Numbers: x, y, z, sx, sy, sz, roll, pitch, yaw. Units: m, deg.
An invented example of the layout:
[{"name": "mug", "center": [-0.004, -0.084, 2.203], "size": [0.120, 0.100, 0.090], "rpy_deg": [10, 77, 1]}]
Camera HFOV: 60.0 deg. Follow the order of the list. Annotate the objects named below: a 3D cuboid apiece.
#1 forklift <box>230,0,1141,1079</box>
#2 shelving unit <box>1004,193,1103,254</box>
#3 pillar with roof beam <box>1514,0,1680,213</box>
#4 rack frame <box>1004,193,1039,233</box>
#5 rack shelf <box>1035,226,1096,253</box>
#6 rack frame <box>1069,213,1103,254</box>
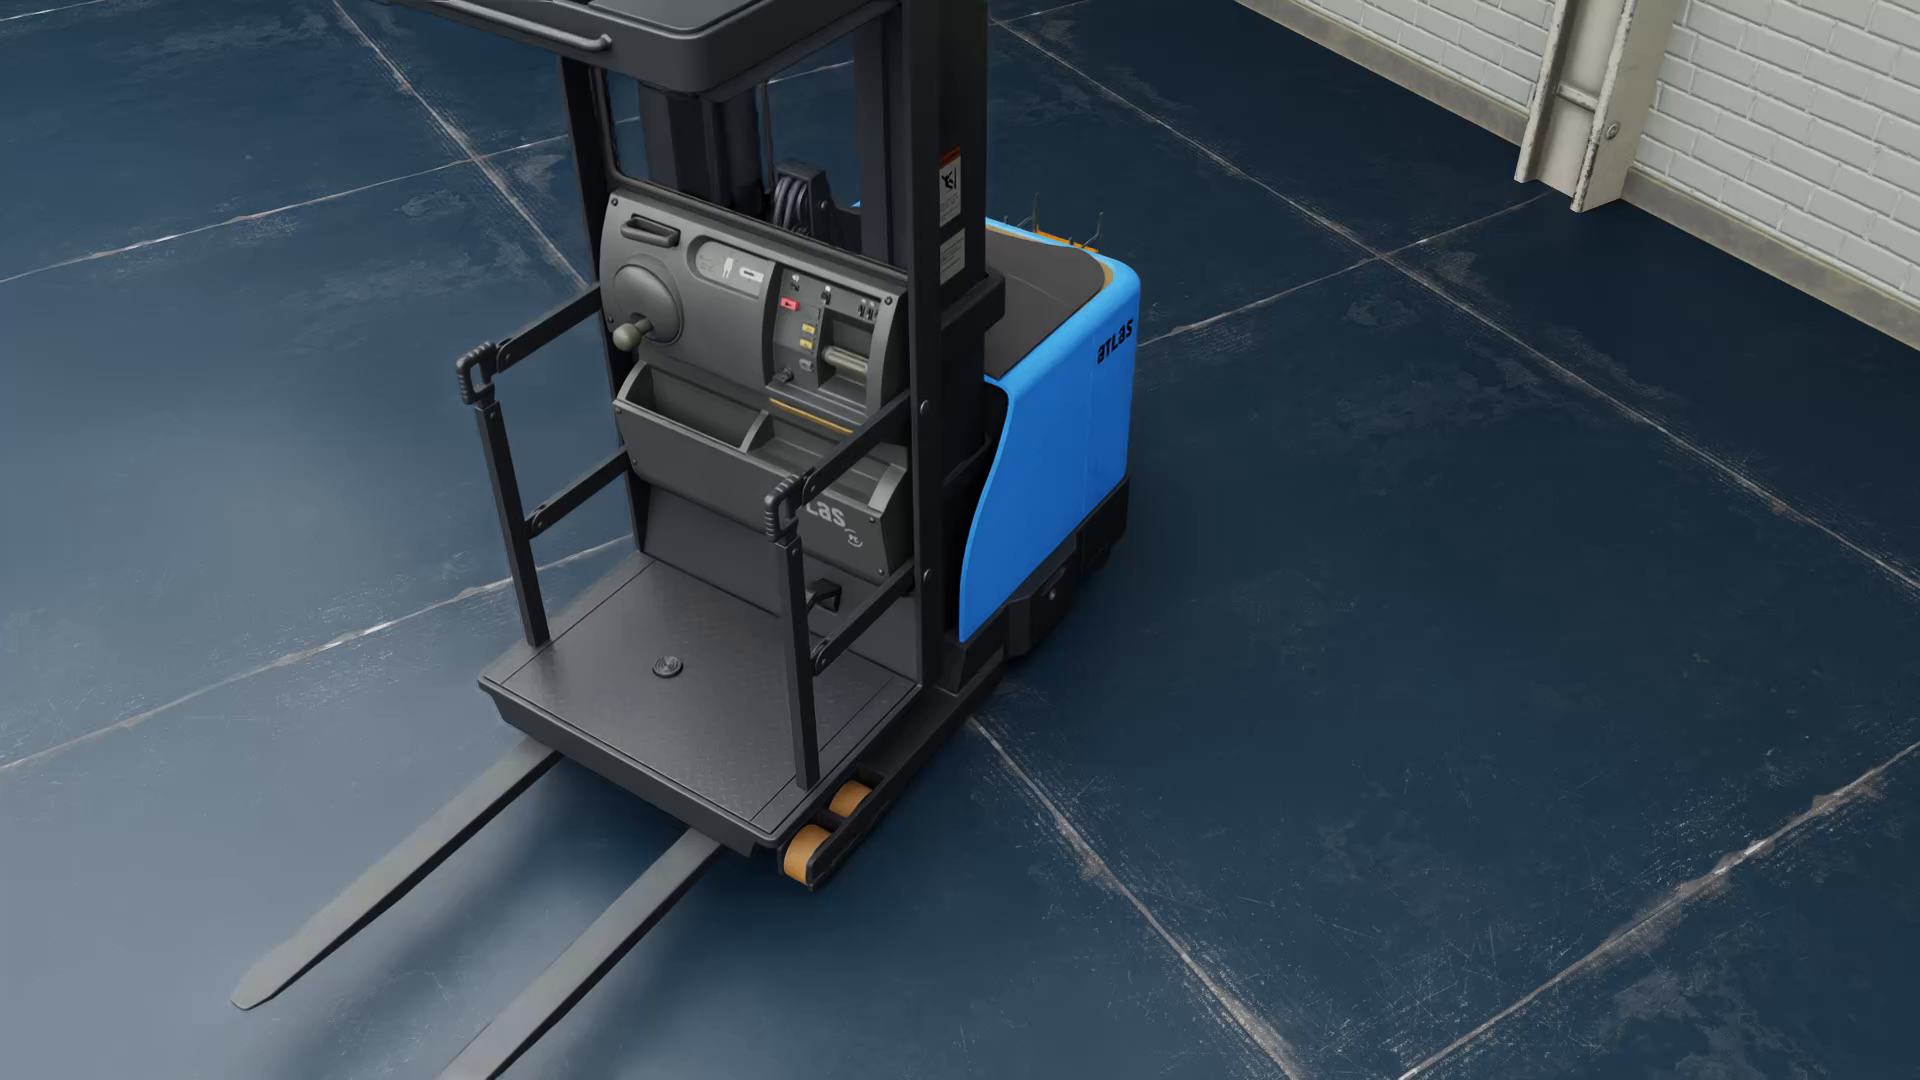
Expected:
[{"name": "forklift", "center": [-0.667, -0.522, 4.086], "size": [1.130, 2.935, 3.031], "rpy_deg": [23, 45, 25]}, {"name": "shelving unit", "center": [0.302, -0.646, 5.705], "size": [0.252, 1.050, 0.215], "rpy_deg": [23, 45, 25]}, {"name": "pillar with roof beam", "center": [-0.806, -3.614, 3.057], "size": [9.100, 9.000, 0.400], "rpy_deg": [-22, 45, -24]}, {"name": "rack frame", "center": [0.201, -0.689, 5.757], "size": [0.008, 1.050, 0.200], "rpy_deg": [23, 45, 25]}, {"name": "rack shelf", "center": [0.303, -0.856, 5.530], "size": [0.240, 0.259, 0.215], "rpy_deg": [23, 45, 25]}, {"name": "rack frame", "center": [0.404, -0.603, 5.653], "size": [0.008, 1.050, 0.200], "rpy_deg": [23, 45, 25]}]
